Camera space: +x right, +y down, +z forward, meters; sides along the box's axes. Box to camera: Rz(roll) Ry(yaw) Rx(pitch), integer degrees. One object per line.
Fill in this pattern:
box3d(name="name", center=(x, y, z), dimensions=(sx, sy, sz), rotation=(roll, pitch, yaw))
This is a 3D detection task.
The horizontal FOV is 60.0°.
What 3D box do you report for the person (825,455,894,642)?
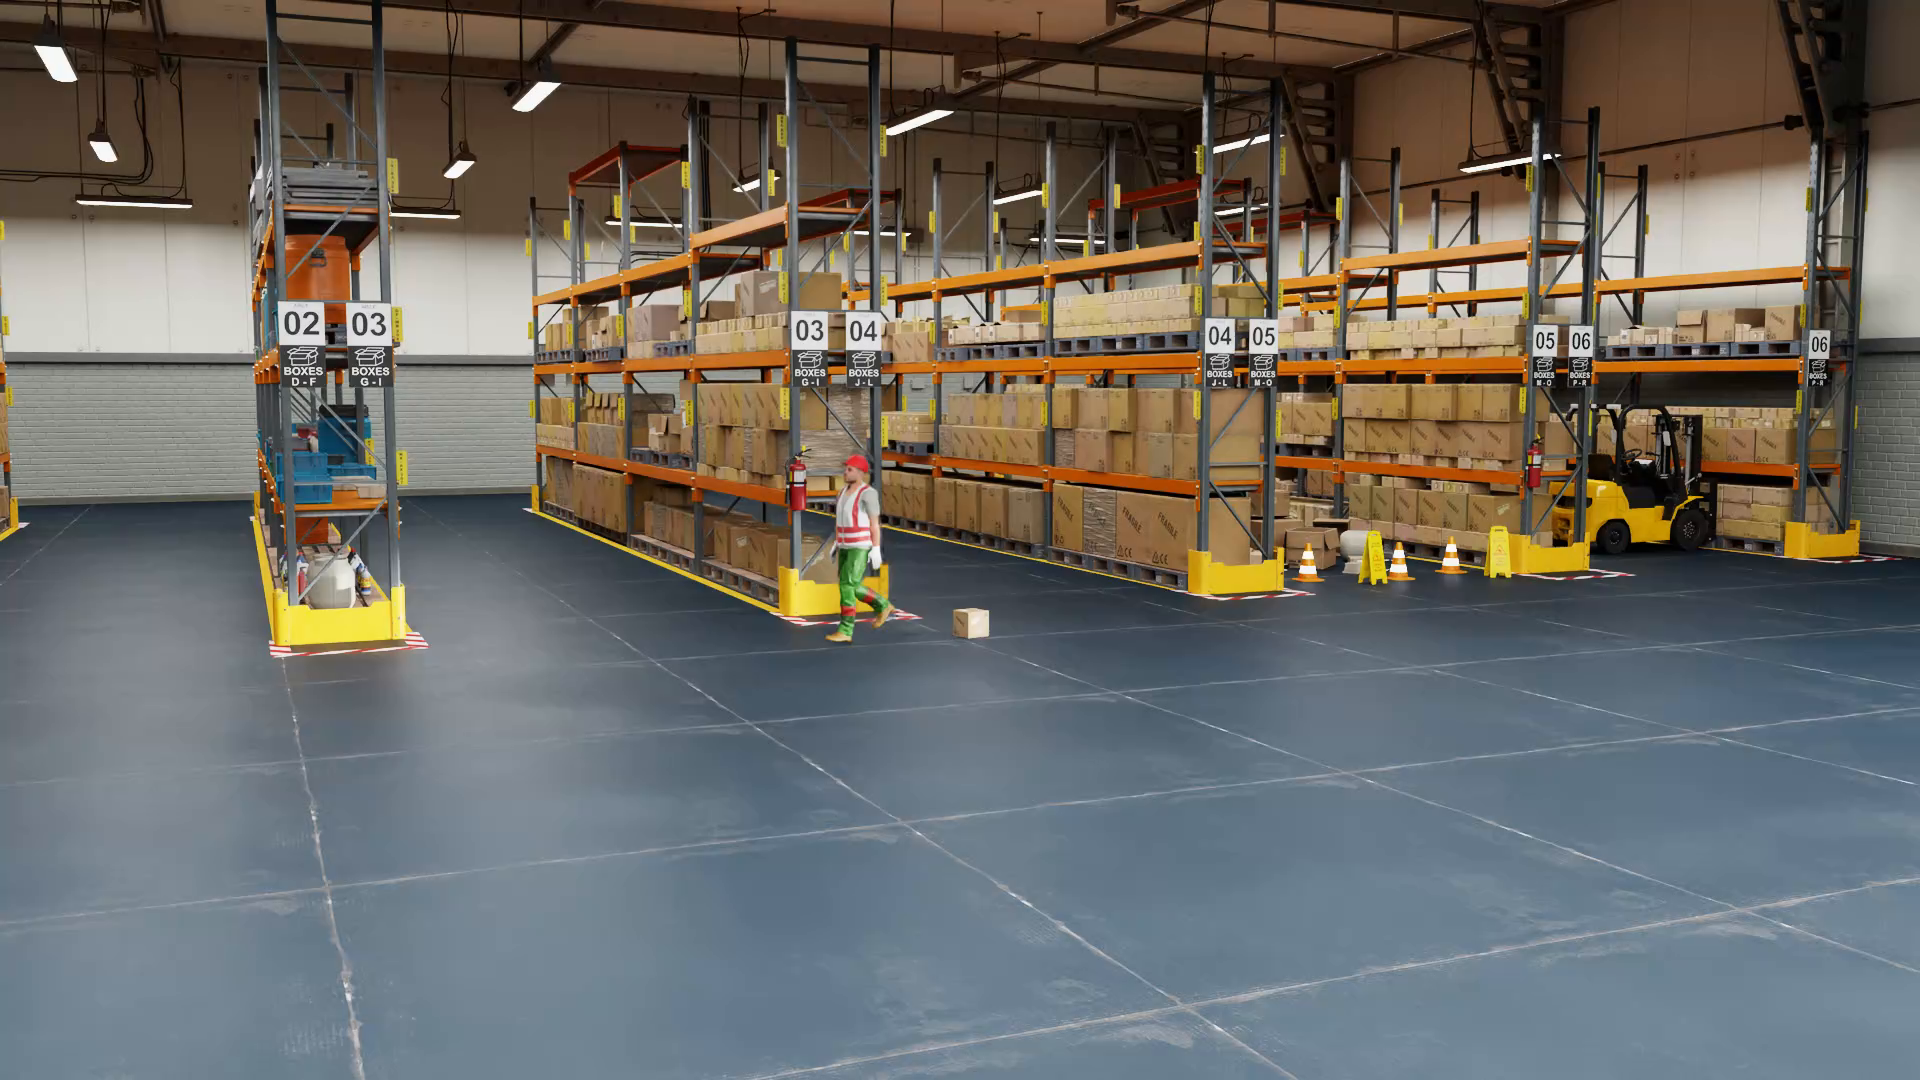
box3d(name="person", center=(-0.950, 0.069, 15.791), dimensions=(0.887, 1.764, 0.543), rotation=(-4, 7, -40))
